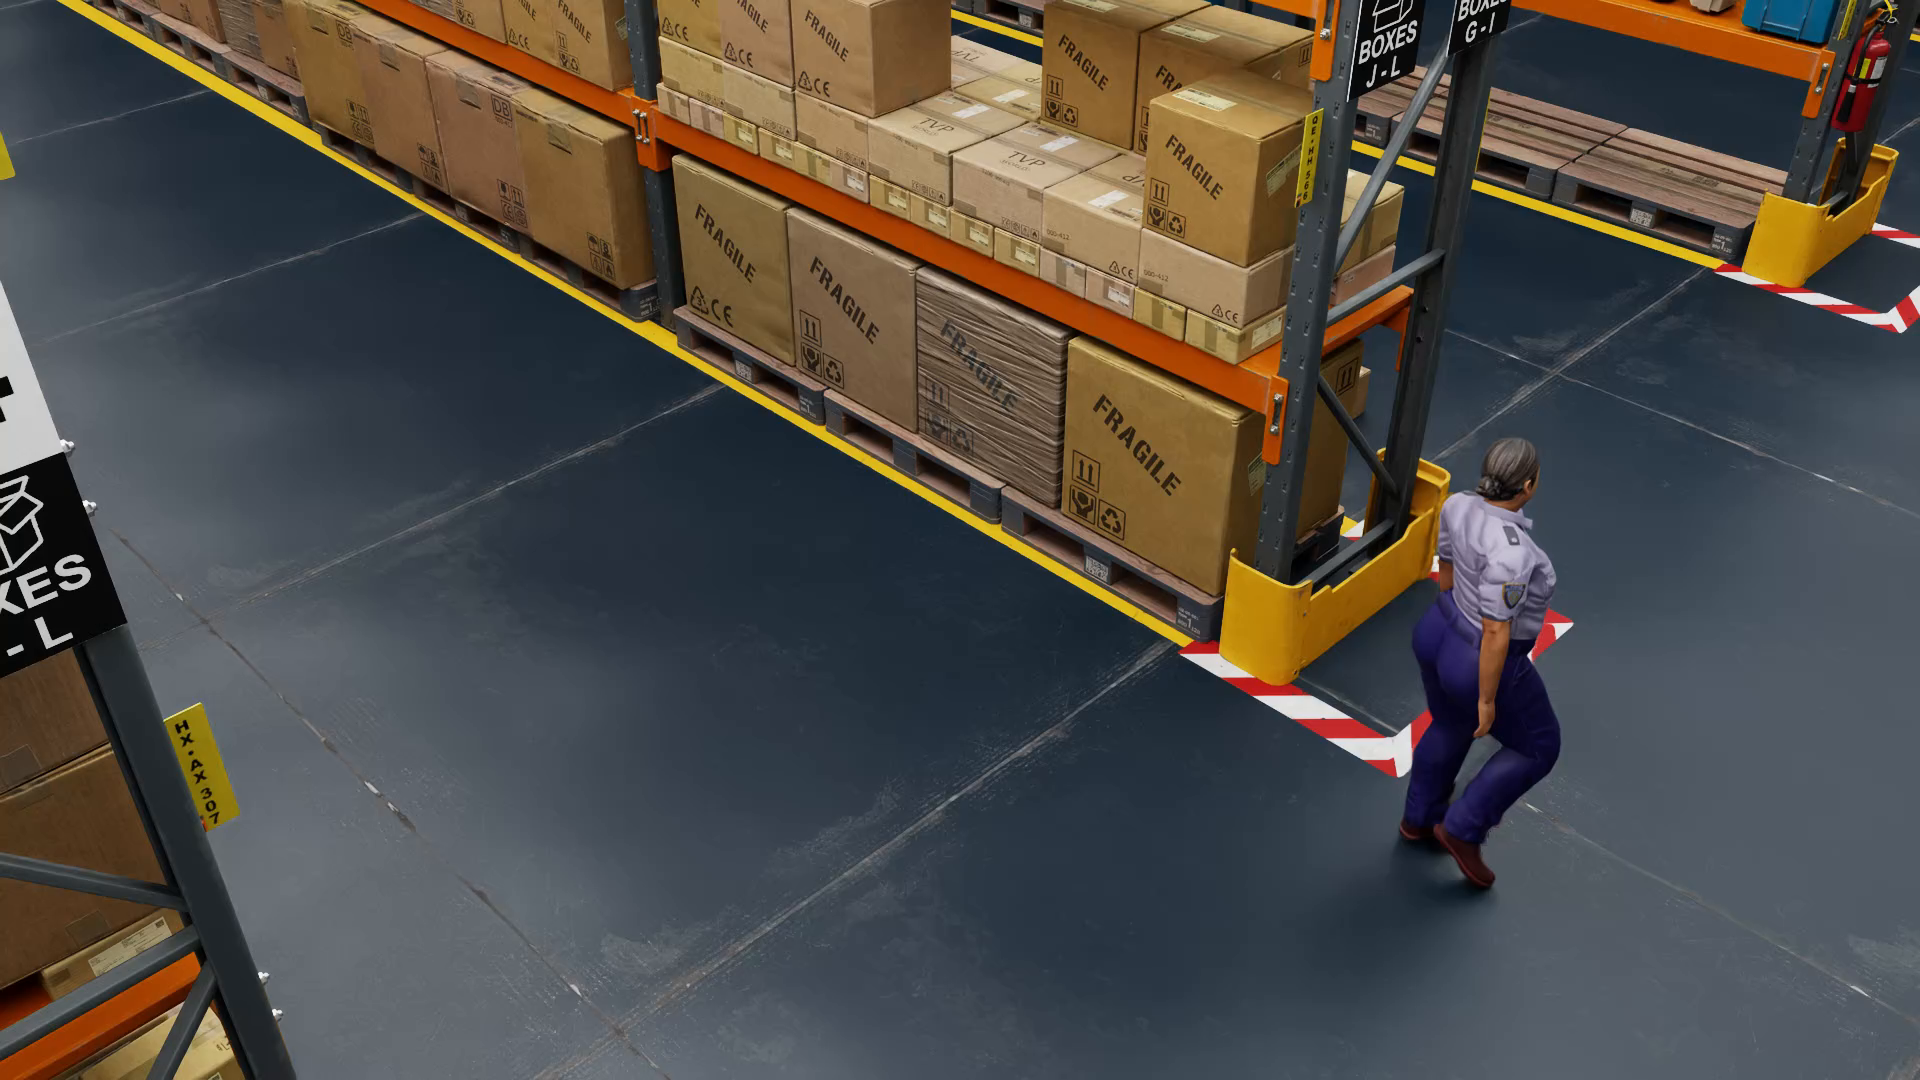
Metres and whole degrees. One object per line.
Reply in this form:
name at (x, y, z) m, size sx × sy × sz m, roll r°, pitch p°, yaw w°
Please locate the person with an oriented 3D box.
person at (1.783, 0.404, 5.582) m, size 0.447 × 1.650 × 0.582 m, roll -7°, pitch 36°, yaw -10°
